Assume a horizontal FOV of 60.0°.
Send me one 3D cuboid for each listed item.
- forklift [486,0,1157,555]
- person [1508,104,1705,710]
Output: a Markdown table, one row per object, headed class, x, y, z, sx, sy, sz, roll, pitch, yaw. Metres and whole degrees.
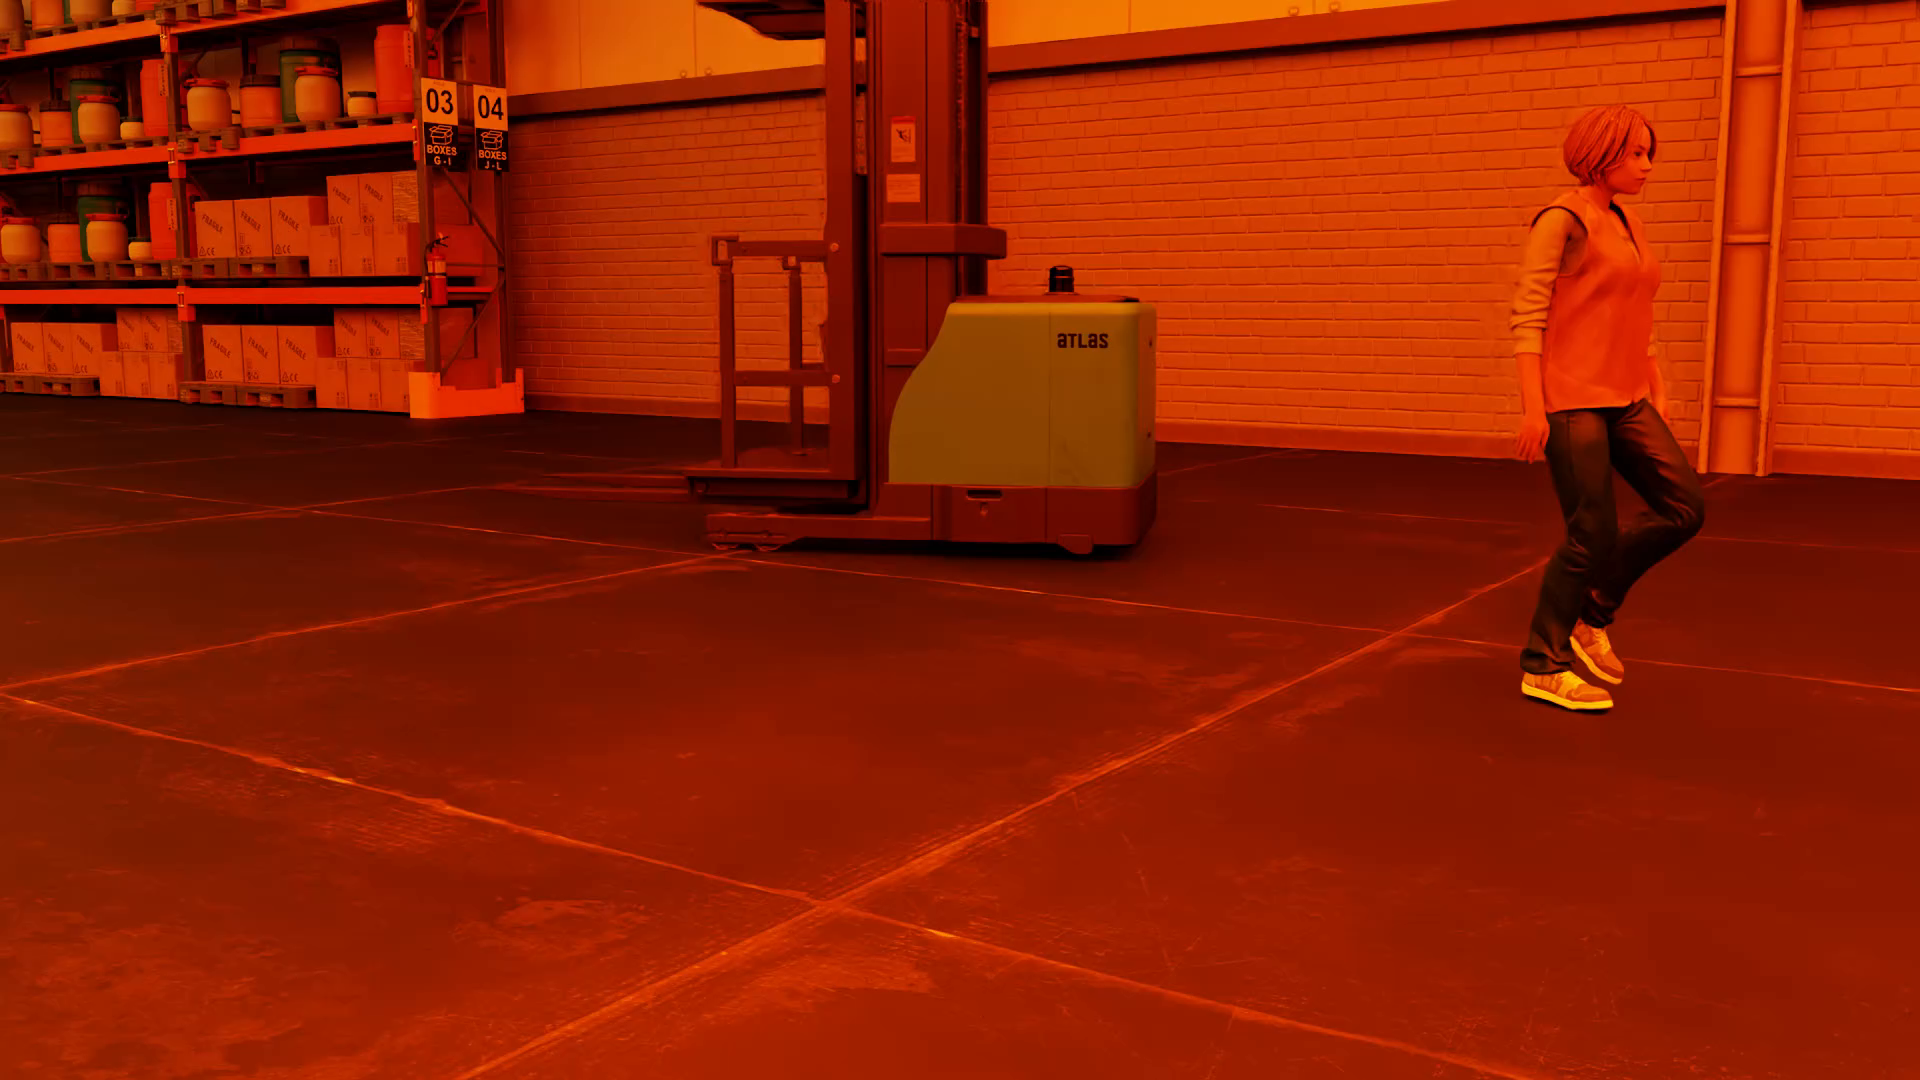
| class | x | y | z | sx | sy | sz | roll | pitch | yaw |
| --- | --- | --- | --- | --- | --- | --- | --- | --- | --- |
| forklift | -0.645 | -1.470 | 7.530 | 3.031 | 2.935 | 1.130 | 2 | 8 | 12 |
| person | 1.709 | -0.337 | 4.384 | 0.550 | 1.578 | 0.408 | -7 | 11 | -42 |
